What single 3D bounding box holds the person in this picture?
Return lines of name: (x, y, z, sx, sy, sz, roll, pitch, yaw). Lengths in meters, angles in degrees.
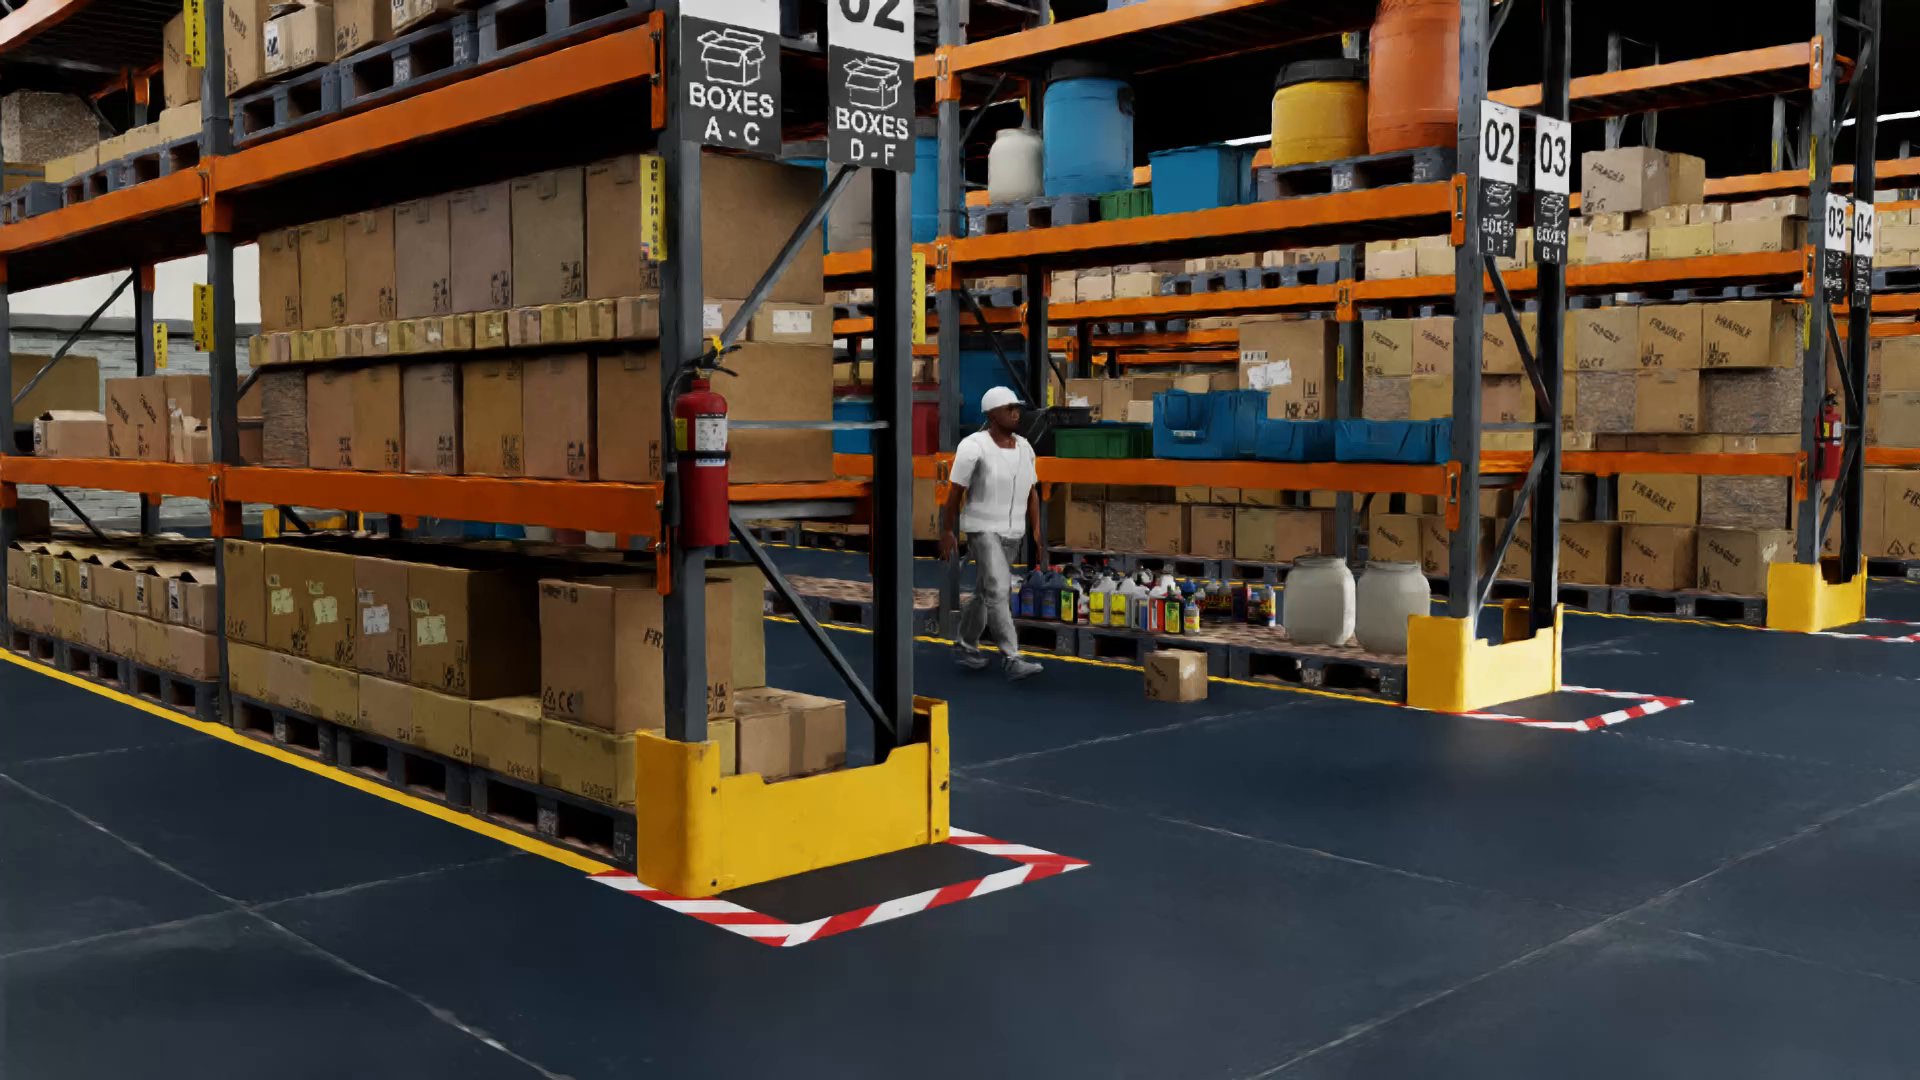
person: (0.261, -0.049, 9.901, 0.593, 1.725, 0.955, -3, 5, -42)
